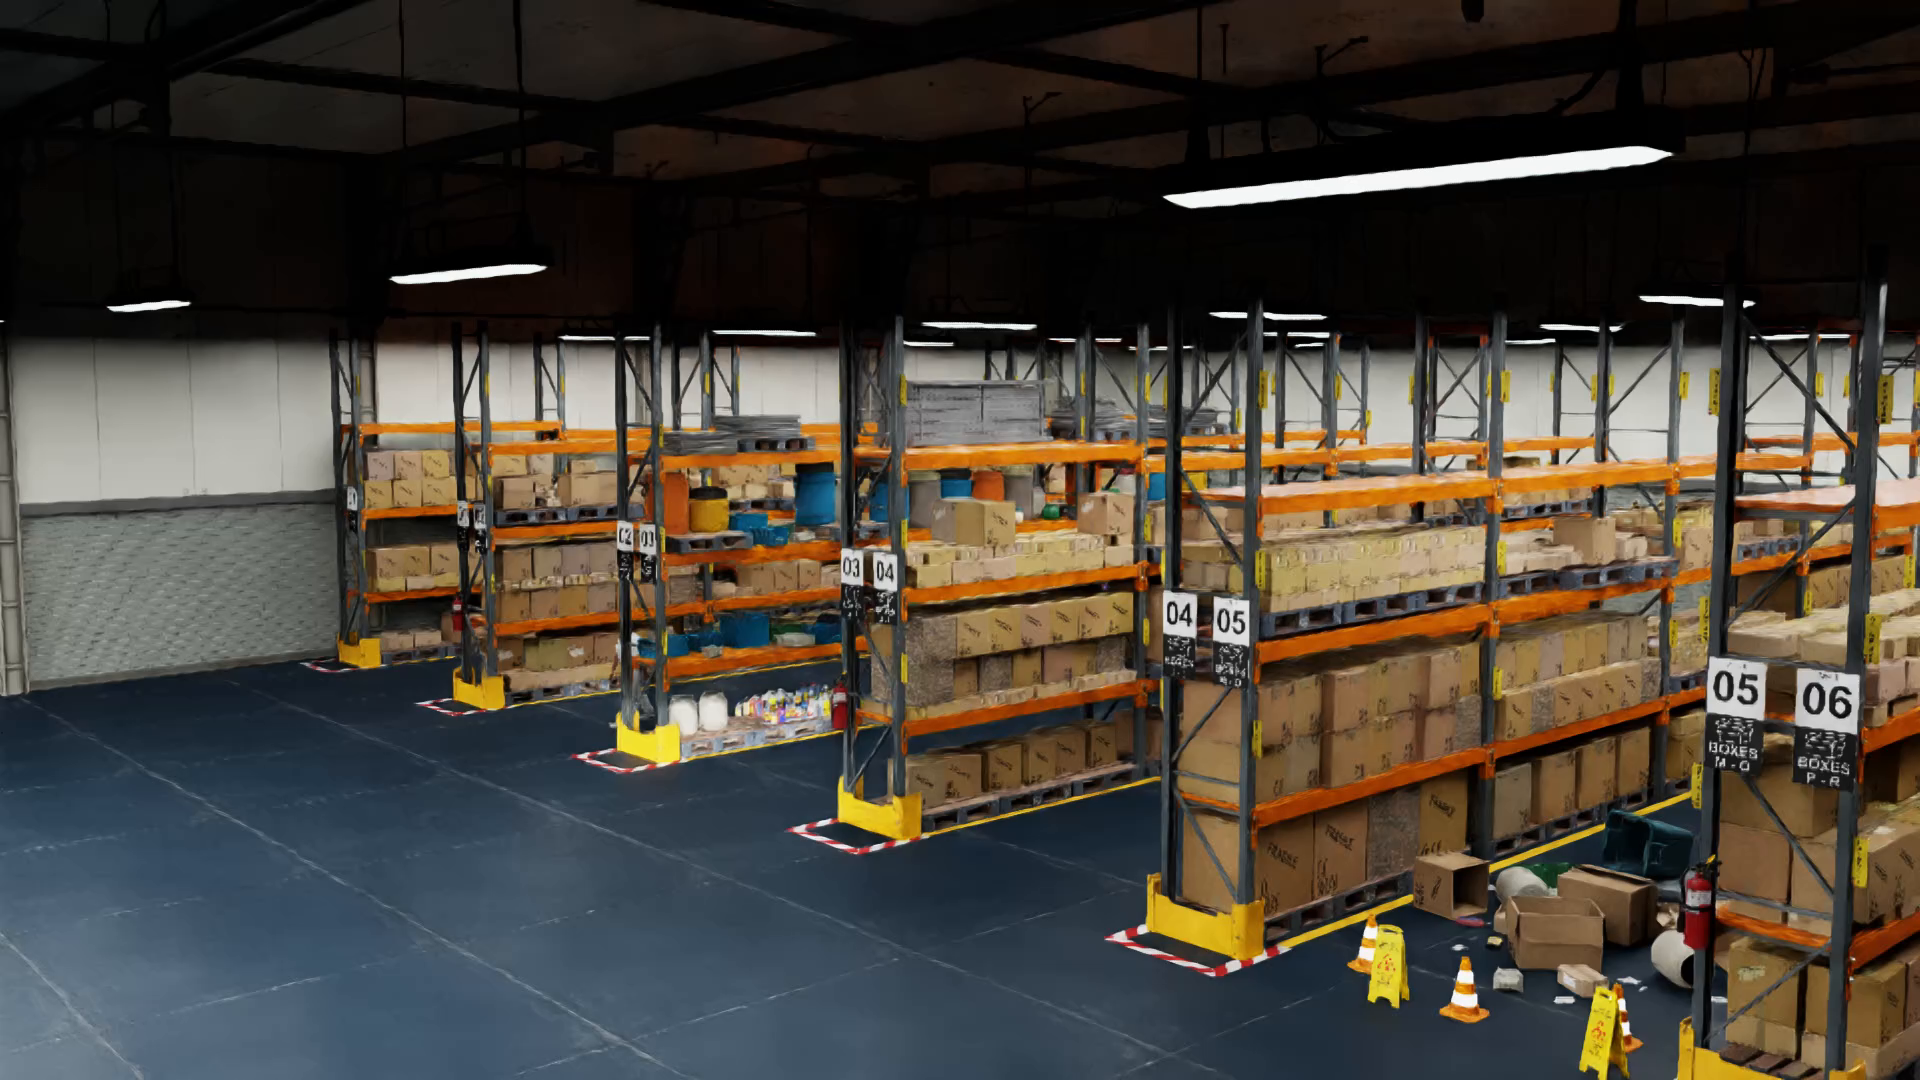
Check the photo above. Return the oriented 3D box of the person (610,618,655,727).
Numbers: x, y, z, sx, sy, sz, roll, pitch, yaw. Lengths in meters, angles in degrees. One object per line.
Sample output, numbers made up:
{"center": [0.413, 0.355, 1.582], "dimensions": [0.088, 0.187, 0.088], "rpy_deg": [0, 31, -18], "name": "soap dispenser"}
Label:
{"center": [-4.878, 1.915, 24.577], "dimensions": [0.448, 1.623, 0.996], "rpy_deg": [5, 7, 39], "name": "person"}
